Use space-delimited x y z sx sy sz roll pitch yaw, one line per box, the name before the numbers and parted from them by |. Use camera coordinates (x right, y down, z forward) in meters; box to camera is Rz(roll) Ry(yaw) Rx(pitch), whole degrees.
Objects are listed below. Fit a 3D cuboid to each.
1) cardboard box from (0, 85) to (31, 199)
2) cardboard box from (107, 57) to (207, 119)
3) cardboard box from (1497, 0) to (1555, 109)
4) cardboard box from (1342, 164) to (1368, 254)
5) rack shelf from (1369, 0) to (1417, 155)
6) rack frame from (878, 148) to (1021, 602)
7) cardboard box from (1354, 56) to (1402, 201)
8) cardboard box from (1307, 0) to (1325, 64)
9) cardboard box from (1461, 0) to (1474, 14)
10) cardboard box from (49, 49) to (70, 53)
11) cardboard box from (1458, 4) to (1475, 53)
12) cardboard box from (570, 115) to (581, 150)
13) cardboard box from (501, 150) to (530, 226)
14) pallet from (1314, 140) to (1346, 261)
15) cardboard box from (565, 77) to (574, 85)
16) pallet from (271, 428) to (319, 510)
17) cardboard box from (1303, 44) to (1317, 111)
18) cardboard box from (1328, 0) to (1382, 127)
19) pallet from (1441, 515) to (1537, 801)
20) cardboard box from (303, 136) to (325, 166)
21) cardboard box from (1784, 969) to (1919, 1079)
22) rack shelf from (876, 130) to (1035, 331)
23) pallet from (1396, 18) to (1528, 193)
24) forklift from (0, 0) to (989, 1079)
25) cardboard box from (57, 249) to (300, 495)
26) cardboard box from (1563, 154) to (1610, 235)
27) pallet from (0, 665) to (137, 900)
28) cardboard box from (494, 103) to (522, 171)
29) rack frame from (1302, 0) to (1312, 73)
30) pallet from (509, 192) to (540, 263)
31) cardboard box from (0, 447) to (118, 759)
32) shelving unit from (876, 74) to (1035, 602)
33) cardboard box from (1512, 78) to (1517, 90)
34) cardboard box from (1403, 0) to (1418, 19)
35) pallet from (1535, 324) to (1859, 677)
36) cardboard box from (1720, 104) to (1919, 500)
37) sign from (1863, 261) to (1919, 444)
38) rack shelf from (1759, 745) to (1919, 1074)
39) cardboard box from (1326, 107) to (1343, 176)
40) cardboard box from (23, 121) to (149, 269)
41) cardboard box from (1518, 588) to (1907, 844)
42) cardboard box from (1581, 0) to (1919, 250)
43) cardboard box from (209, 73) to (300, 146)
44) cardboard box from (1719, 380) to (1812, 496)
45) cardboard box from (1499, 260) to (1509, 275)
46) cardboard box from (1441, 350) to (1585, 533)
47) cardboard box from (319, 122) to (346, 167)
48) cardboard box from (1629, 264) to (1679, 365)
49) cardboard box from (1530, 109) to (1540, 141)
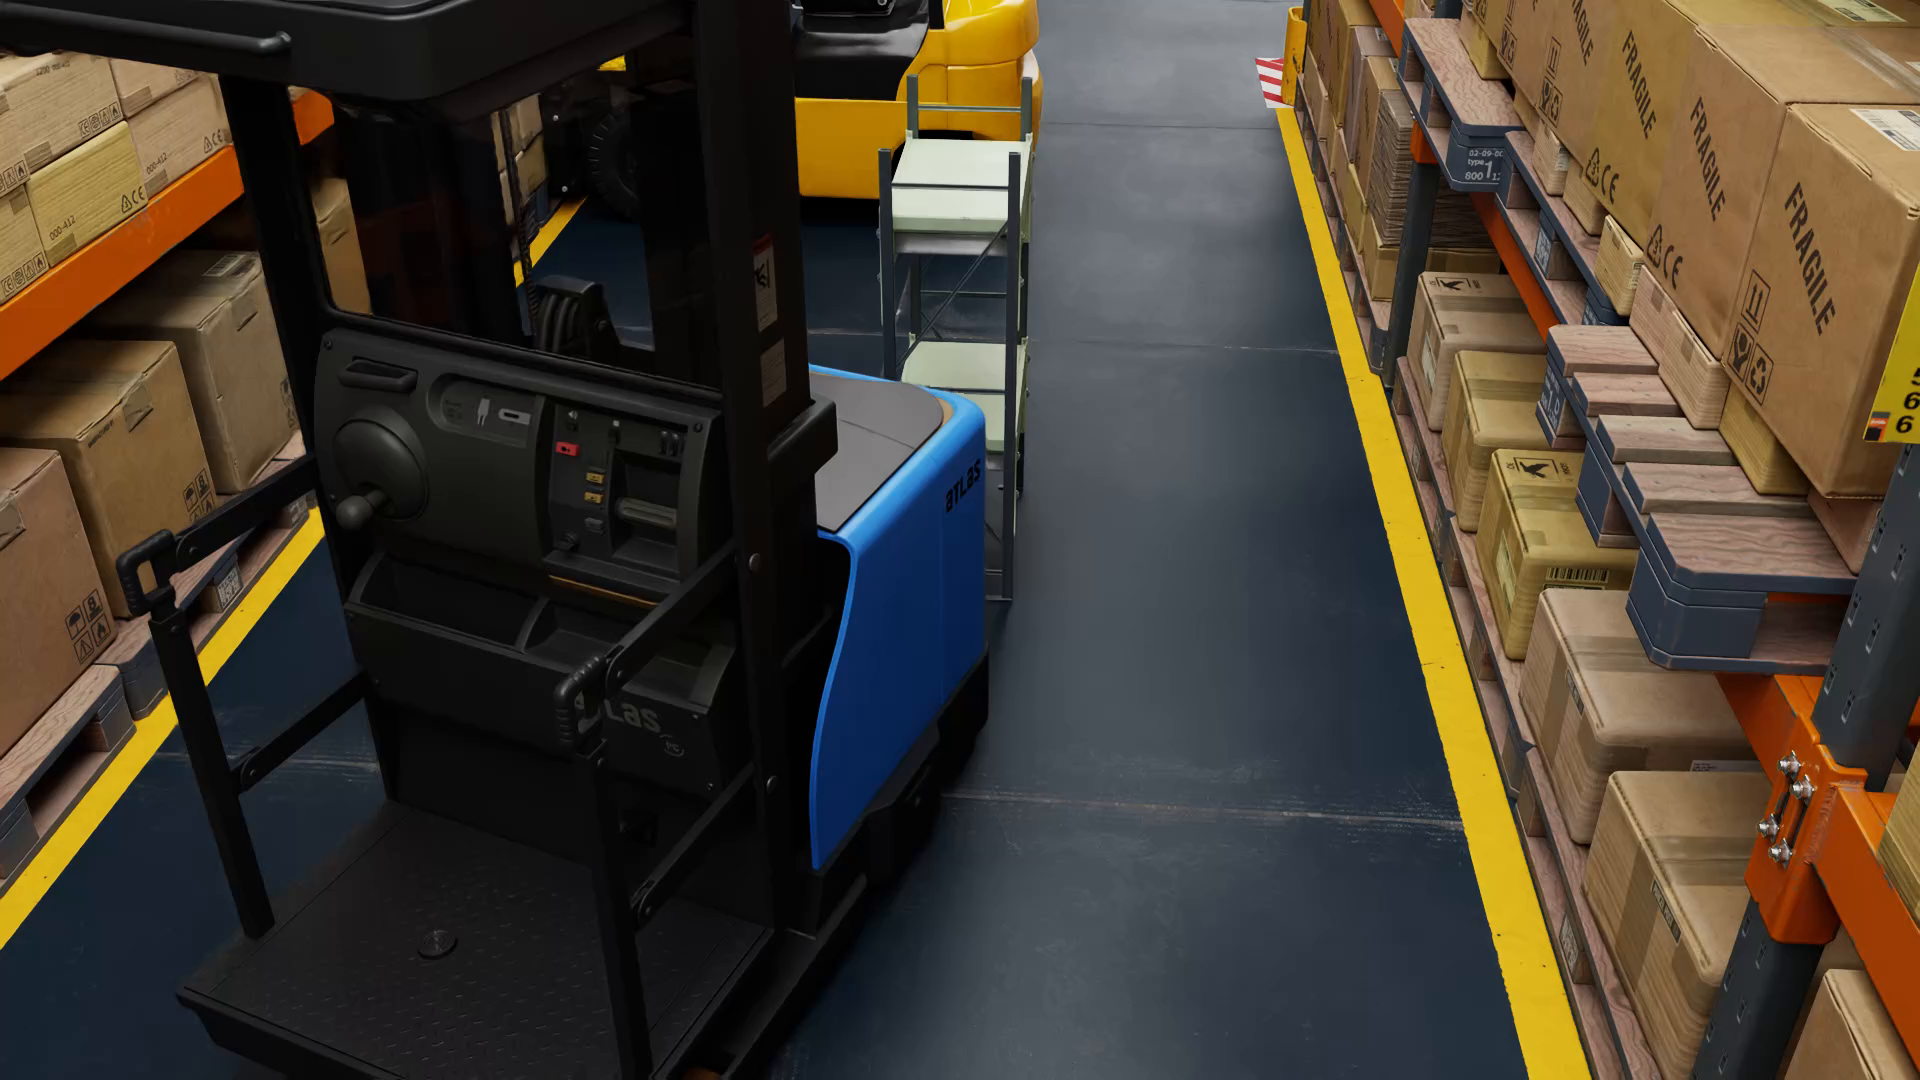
cardboard box | -2.668 -0.918 4.047 0.500 0.250 0.500 2 32 3
cardboard box | -2.592 -1.449 4.909 0.500 0.250 0.500 3 32 5
cardboard box | 1.805 -1.489 4.529 0.500 0.500 0.500 2 32 4
cardboard box | 2.037 -1.502 7.549 0.500 0.250 0.500 2 32 3
rack shelf | 2.386 -2.634 7.850 1.077 0.370 4.000 2 32 4
rack frame | -0.029 -0.451 5.052 0.400 1.500 0.023 2 32 4
cardboard box | 2.043 -1.809 7.331 0.500 0.500 0.500 3 32 5
cardboard box | 2.206 -2.891 9.088 0.500 0.500 0.500 1 32 2
cardboard box | 1.899 -2.009 5.372 0.500 0.500 0.500 3 32 5
cardboard box | -2.550 -1.424 4.487 0.380 0.149 0.250 2 32 3
cardboard box | 1.863 -1.690 5.473 0.380 0.149 0.250 3 32 5
cardboard box | -2.242 -2.151 8.603 0.500 0.250 0.500 3 32 6
cardboard box | -2.329 -1.617 7.736 0.500 0.250 0.500 2 32 3
pallet | 2.339 -1.699 8.306 1.003 0.211 1.213 2 32 4
cardboard box | -2.244 -2.355 8.456 0.500 0.250 0.500 2 32 4
pallet | -2.746 -0.530 6.409 1.003 0.211 1.213 2 32 4
cardboard box | 2.207 -2.584 9.304 0.500 0.250 0.500 2 32 4
cardboard box | 2.119 -2.355 8.219 0.500 0.500 0.500 3 32 5
pallet | 2.064 0.340 4.997 1.003 0.211 1.213 2 32 4
cardboard box | -2.877 -1.804 7.085 0.500 0.250 0.500 3 32 5
cardboard box | 1.758 1.281 2.438 0.875 0.875 0.875 2 32 4
rack shelf | 0.001 -0.974 5.157 0.431 0.370 0.720 2 32 4
pallet | 2.016 -1.419 5.376 1.003 0.211 1.213 2 32 4
forklift | -0.984 -0.101 3.120 1.130 2.935 3.031 13 34 20
cardboard box | -2.827 -0.593 5.717 0.875 0.625 0.625 2 32 3
cardboard box | 1.737 -0.869 4.141 0.380 0.149 0.250 1 32 2
pallet | -2.944 0.746 4.339 1.003 0.211 1.213 2 32 4
cardboard box | -2.338 -1.829 7.602 0.500 0.250 0.500 2 32 4
rack frame | 2.549 -3.986 9.359 1.000 3.000 0.127 2 32 4
pallet | -2.618 -1.331 7.709 1.003 0.211 1.213 2 32 4
cardboard box | -2.940 0.152 4.508 0.875 0.625 0.625 3 32 6
shelving unit | 0.001 -0.642 5.362 0.431 1.500 0.755 2 32 4
cardboard box | 1.887 -1.409 5.016 0.380 0.149 0.250 4 32 7
cardboard box | 1.959 -2.099 6.536 0.380 0.149 0.250 3 32 5
pallet | 1.849 -0.098 3.233 1.213 0.211 1.003 2 32 4
cardboard box | 1.657 -0.400 2.761 0.500 0.500 0.500 2 32 3
sign | 1.356 -0.280 2.317 0.100 0.325 0.005 2 32 4
rack shelf | 1.735 1.549 1.062 1.077 0.370 4.000 2 32 4
cardboard box | 2.126 -2.032 8.408 0.500 0.250 0.500 5 32 7
cardboard box | -2.646 -0.974 4.614 0.500 0.250 0.500 3 32 6
cardboard box | 2.005 0.456 4.255 0.950 0.372 0.625 2 32 3
cardboard box | 1.728 -0.935 3.629 0.500 0.500 0.500 0 32 1
cardboard box | -2.540 -1.503 5.472 0.500 0.250 0.500 2 32 4
cardboard box | 1.639 -0.199 3.053 0.380 0.149 0.250 3 32 5
cardboard box | 2.540 -1.199 7.058 0.500 0.250 0.500 1 32 2
cardboard box | 2.128 -0.304 5.488 0.950 0.372 0.625 4 32 7
cardboard box | -2.372 -1.778 7.043 0.500 0.250 0.500 2 32 3
cardboard box | 1.644 -0.464 3.483 0.380 0.149 0.250 1 32 2
cardboard box | 1.803 -1.147 4.591 0.380 0.149 0.250 3 32 4
